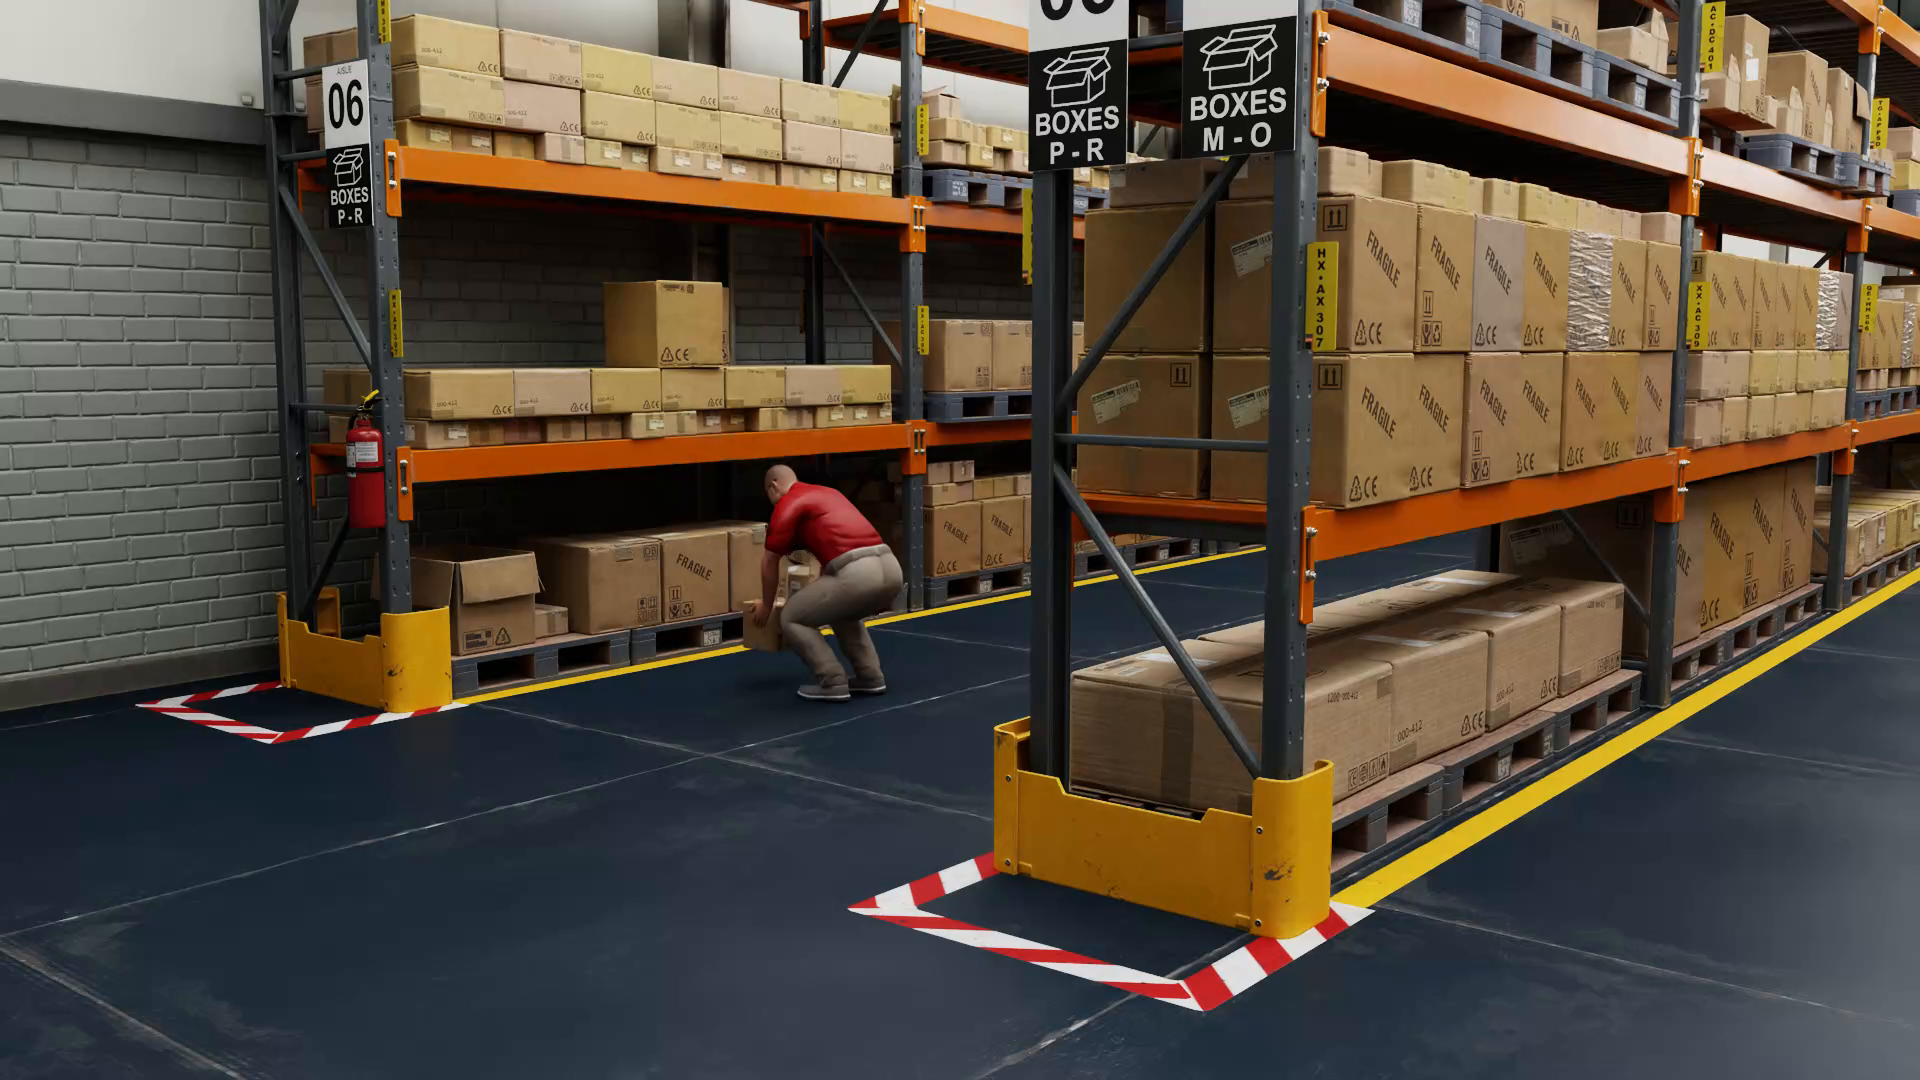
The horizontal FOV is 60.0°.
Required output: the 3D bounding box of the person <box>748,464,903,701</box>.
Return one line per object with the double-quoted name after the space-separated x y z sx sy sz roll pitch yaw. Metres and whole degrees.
-0.707 0.218 8.703 0.798 1.208 0.581 5 8 38 "person"
